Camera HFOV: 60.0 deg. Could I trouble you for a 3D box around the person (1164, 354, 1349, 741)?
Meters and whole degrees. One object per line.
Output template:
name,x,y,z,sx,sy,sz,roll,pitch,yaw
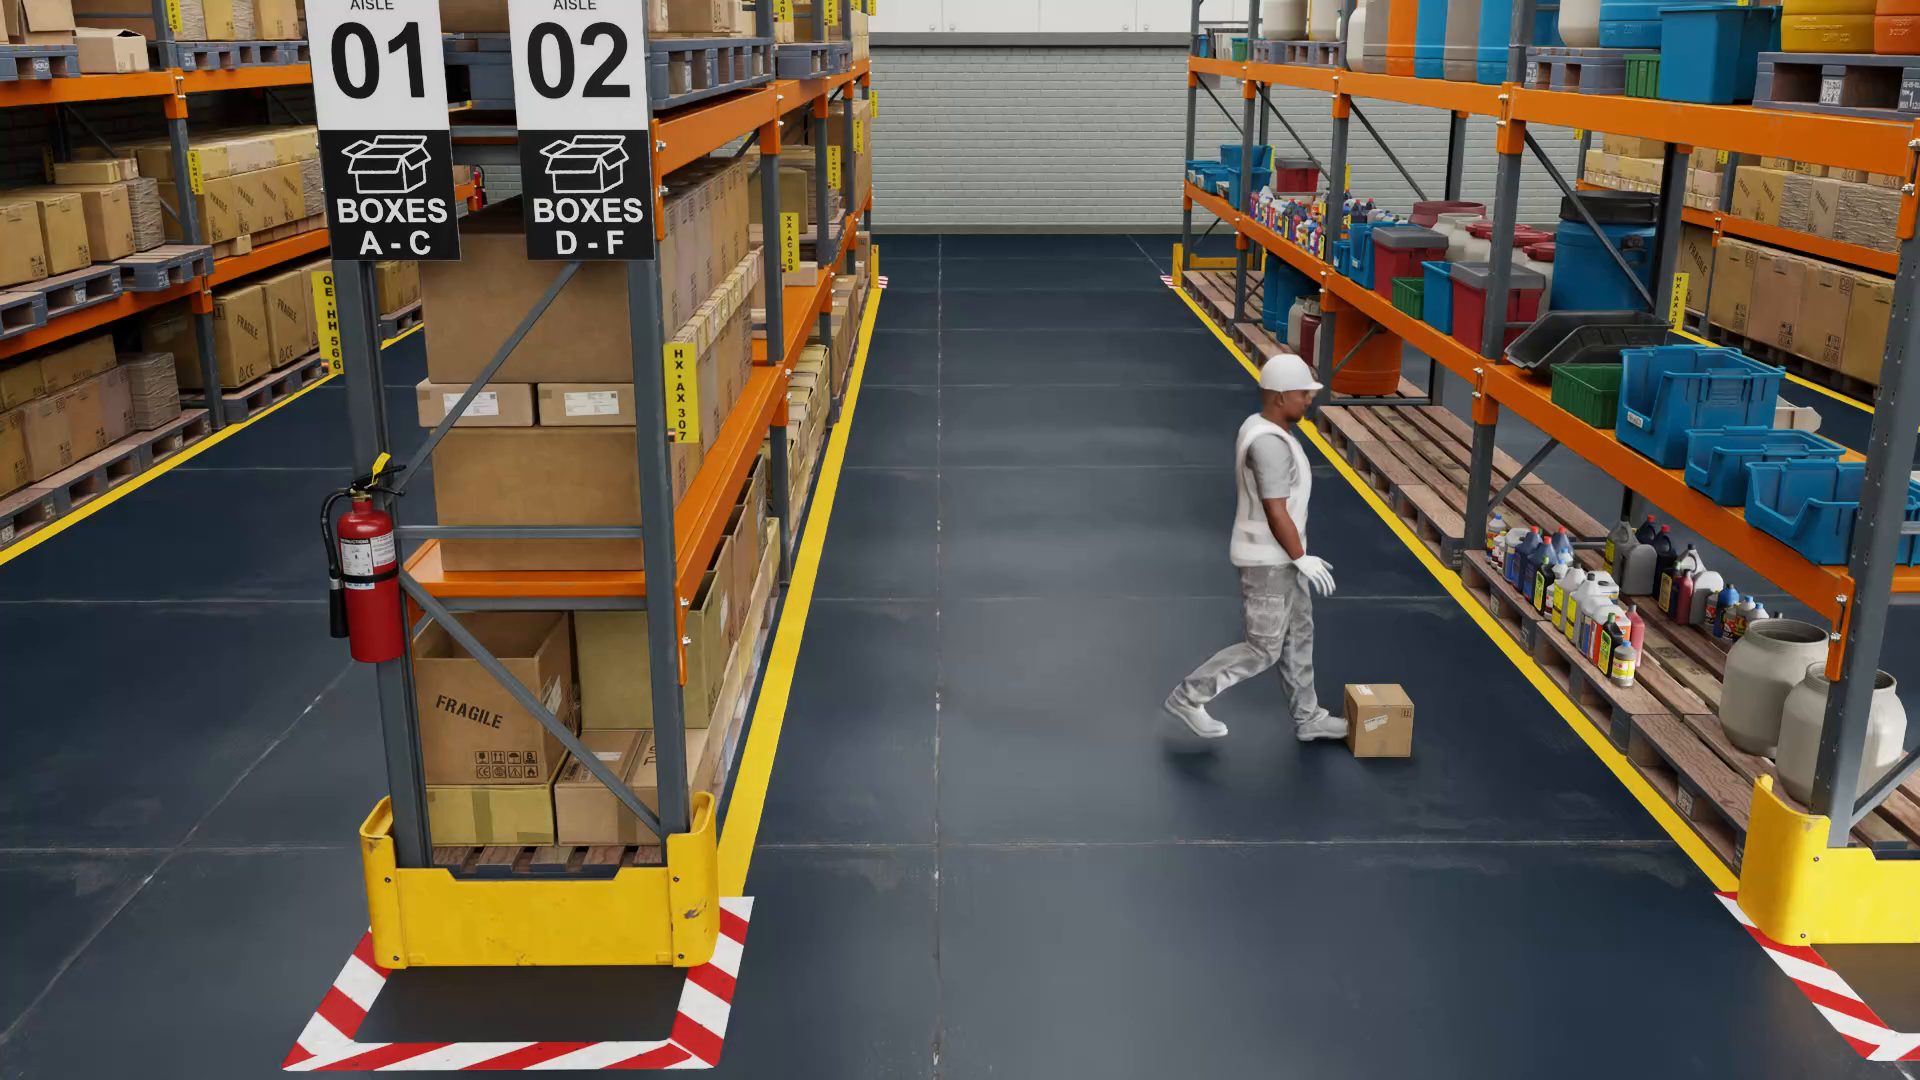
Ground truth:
person,1.368,0.073,7.267,0.887,1.773,0.554,4,17,11
